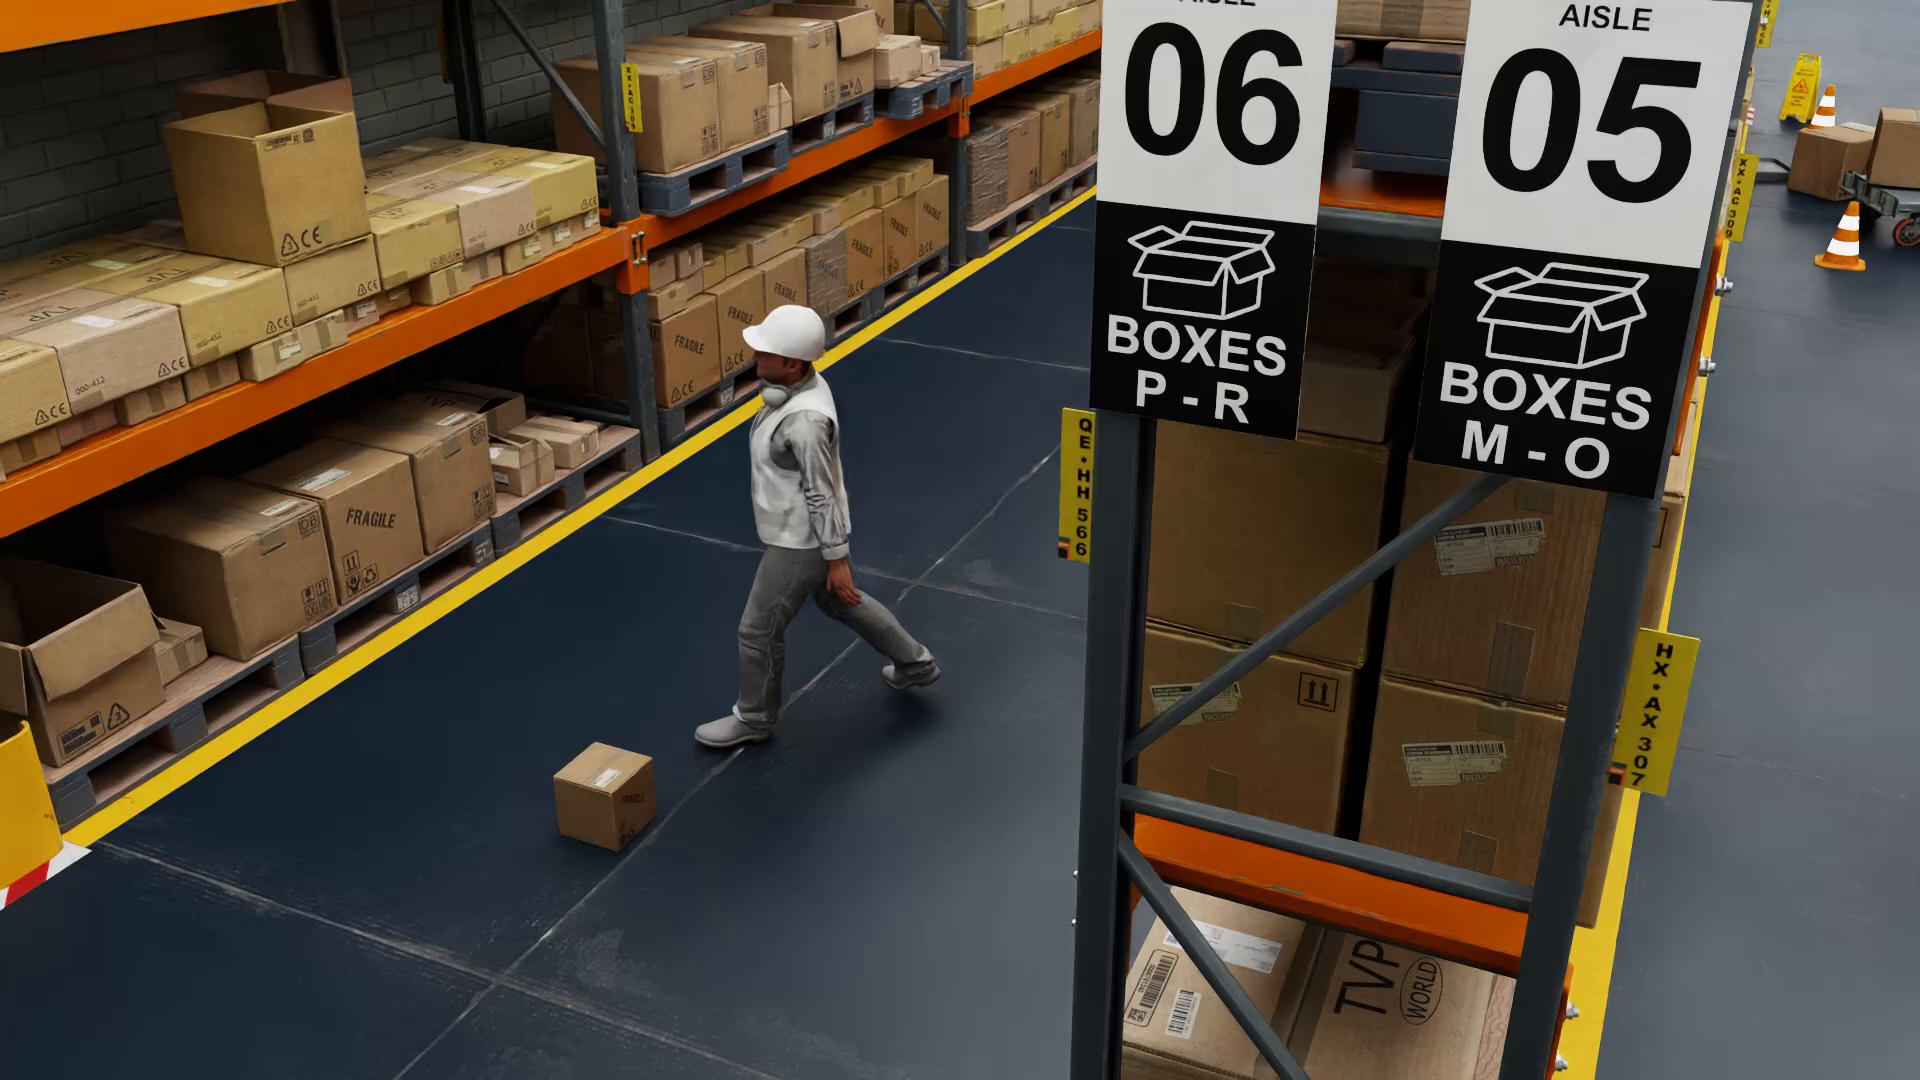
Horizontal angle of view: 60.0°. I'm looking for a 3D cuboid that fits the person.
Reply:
[{"bbox_3d":[-0.549,-0.049,6.194,0.976,1.738,0.640,-2,26,-5],"label":"person"}]
